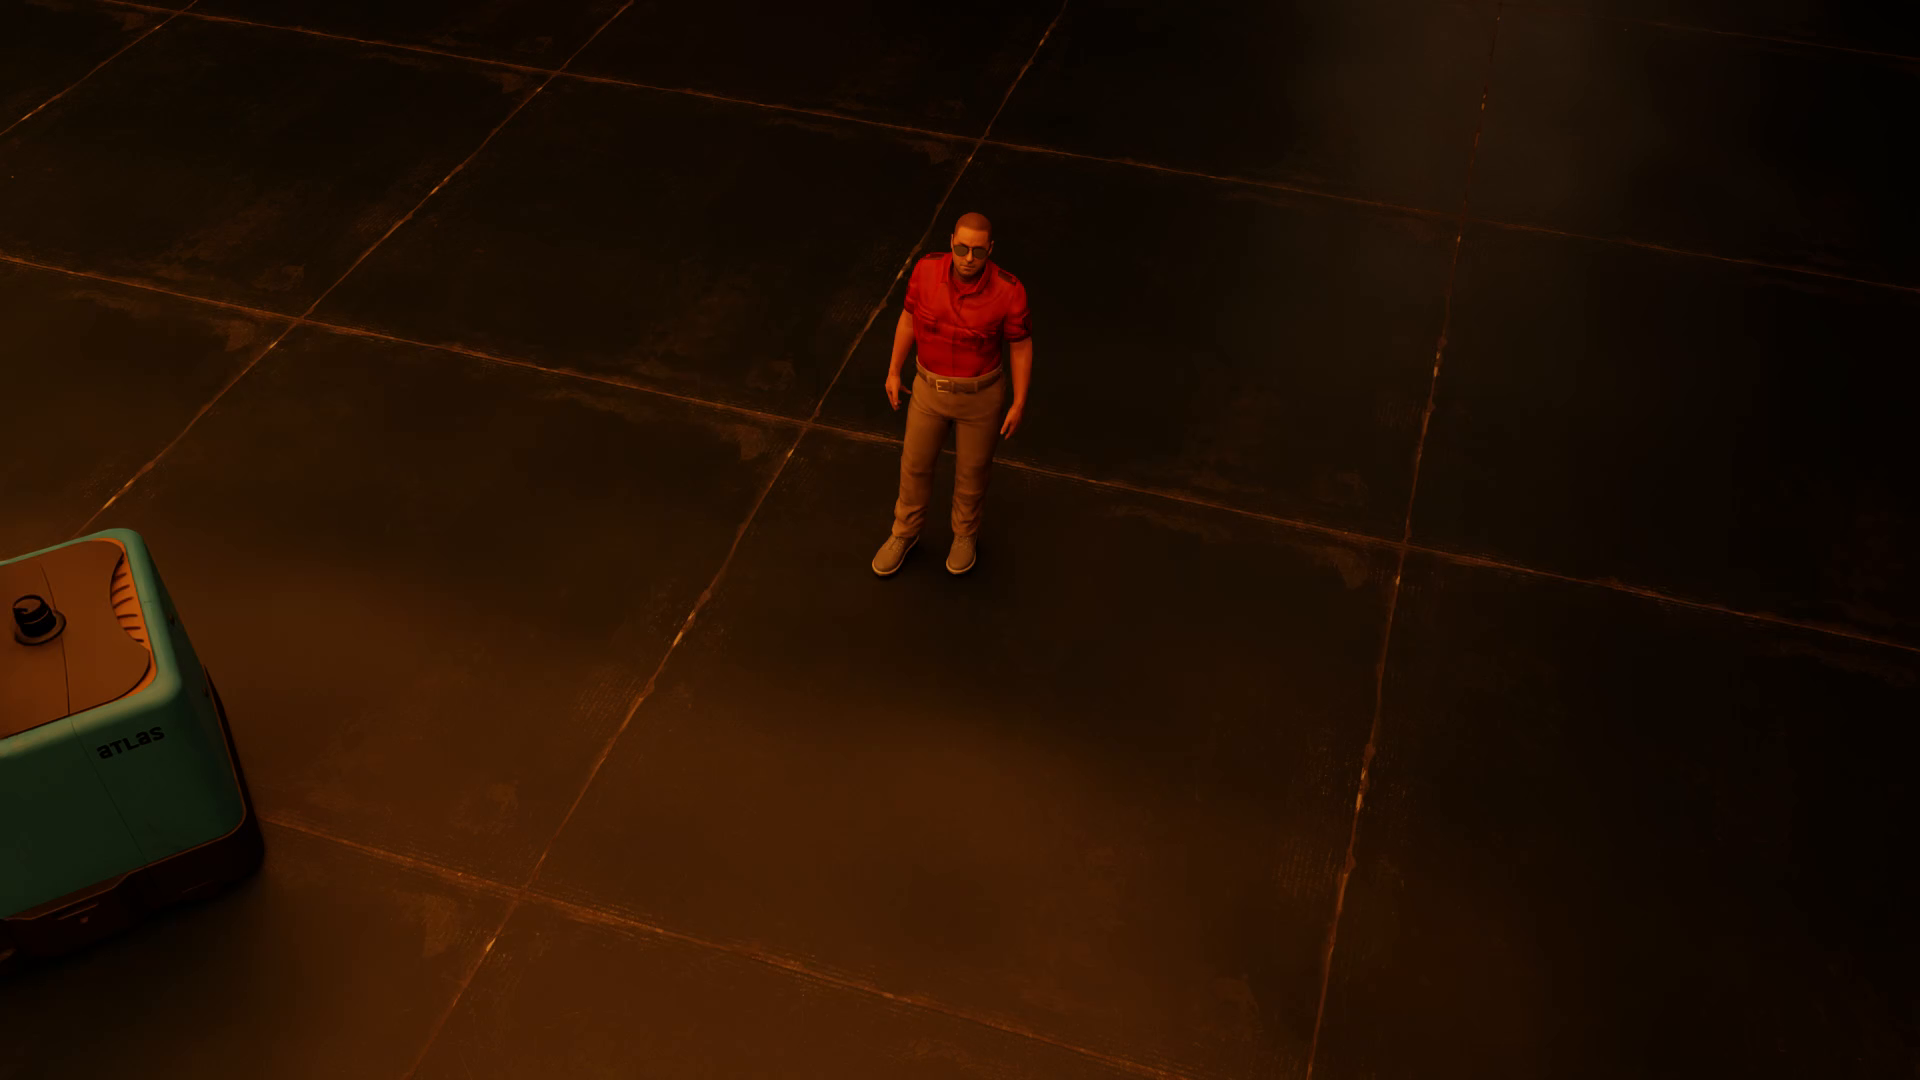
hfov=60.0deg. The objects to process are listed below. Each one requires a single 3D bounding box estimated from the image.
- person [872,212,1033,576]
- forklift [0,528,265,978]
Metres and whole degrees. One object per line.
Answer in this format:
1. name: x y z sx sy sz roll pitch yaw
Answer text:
1. person: -0.038 -0.583 7.186 0.641 1.728 0.550 12 44 13
2. forklift: -4.232 0.414 5.244 3.031 2.935 1.130 -20 47 -21
